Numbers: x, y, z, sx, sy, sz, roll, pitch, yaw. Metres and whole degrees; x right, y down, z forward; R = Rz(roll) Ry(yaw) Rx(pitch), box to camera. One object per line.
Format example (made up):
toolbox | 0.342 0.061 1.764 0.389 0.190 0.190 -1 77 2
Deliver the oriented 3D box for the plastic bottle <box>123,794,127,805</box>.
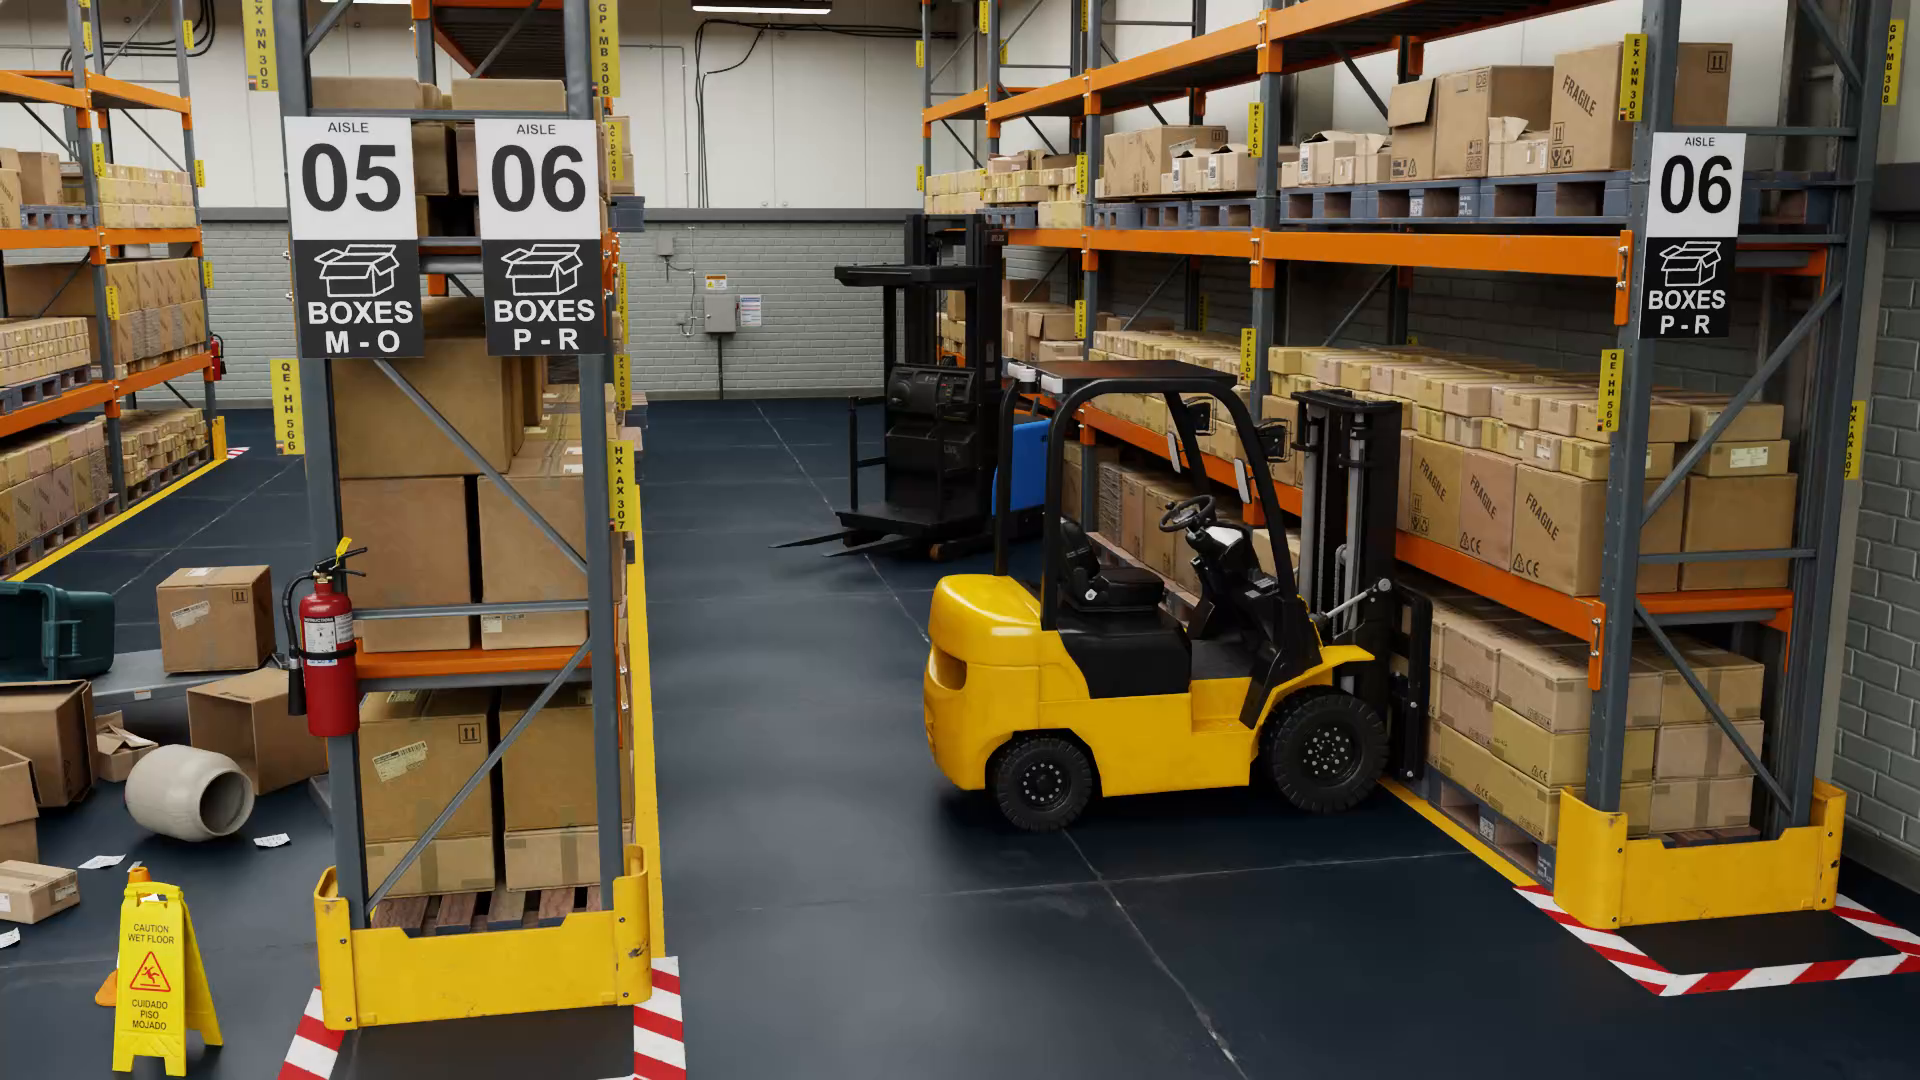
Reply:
plastic bottle | -4.106 1.269 8.422 0.133 0.061 0.283 0 11 -1

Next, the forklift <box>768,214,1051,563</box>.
forklift | -0.390 -1.349 14.496 1.130 2.935 3.031 8 14 38

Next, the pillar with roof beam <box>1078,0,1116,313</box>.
pillar with roof beam | -2.679 -5.079 17.869 9.100 9.000 0.400 -2 11 -11

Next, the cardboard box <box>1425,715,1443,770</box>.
cardboard box | 2.552 0.959 8.421 0.500 0.250 0.500 -2 11 -10

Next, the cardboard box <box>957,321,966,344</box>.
cardboard box | 0.261 -2.469 19.803 0.500 0.250 0.500 -2 11 -11

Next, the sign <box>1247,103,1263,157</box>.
sign | 1.820 -2.522 10.229 0.100 0.325 0.005 -2 11 -11

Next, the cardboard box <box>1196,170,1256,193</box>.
cardboard box | 1.839 -2.457 11.397 0.380 0.149 0.250 -2 11 -11

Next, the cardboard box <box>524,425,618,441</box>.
cardboard box | -1.764 -0.227 7.356 0.500 0.500 0.500 -2 11 -12

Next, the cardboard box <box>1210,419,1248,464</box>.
cardboard box | 1.996 -0.670 11.150 0.500 0.250 0.500 -2 11 -10

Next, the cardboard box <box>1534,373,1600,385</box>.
cardboard box | 3.126 -0.753 8.385 0.380 0.149 0.250 -2 11 -12

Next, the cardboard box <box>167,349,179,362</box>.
cardboard box | -9.177 -2.121 19.046 0.380 0.149 0.250 -3 11 -14

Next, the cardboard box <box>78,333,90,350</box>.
cardboard box | -8.638 -1.912 16.025 0.380 0.149 0.250 -2 11 -9

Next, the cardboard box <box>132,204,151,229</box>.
cardboard box | -8.929 -3.431 17.631 0.500 0.250 0.500 -2 11 -9

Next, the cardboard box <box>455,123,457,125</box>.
cardboard box | -1.673 -1.606 6.184 0.380 0.149 0.250 -2 11 -11

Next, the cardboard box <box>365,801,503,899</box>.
cardboard box | -2.165 1.255 6.863 0.500 0.250 0.500 -2 11 -11

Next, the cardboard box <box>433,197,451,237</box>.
cardboard box | -2.182 -1.246 6.424 0.380 0.149 0.250 -2 11 -9

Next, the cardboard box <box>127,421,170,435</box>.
cardboard box | -9.131 -1.252 18.715 0.380 0.149 0.250 -3 11 -13

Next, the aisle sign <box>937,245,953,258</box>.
aisle sign | -0.284 -4.141 22.030 0.394 0.787 0.004 -2 11 -11

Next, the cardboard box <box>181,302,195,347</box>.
cardboard box | -9.252 -2.510 19.350 0.500 0.500 0.500 -2 11 -12

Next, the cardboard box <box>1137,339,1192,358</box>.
cardboard box | 1.616 -1.506 13.136 0.380 0.149 0.250 -2 11 -10

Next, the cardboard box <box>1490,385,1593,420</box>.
cardboard box | 2.721 -0.639 7.786 0.380 0.149 0.250 -2 11 -11

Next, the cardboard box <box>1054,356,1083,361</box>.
cardboard box | 1.069 -1.584 15.099 0.380 0.149 0.250 -2 11 -10

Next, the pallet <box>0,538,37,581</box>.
pallet | -8.282 0.212 13.574 1.003 0.211 1.213 -2 11 -11

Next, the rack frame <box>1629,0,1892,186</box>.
rack frame | 3.129 -2.874 6.285 1.000 3.000 0.127 -2 11 -11

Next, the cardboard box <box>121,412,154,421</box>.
cardboard box | -9.747 -1.426 19.628 0.380 0.149 0.250 -2 11 -10

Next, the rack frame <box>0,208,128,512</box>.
rack frame | -8.909 -1.749 16.414 1.000 3.000 0.127 -2 11 -11

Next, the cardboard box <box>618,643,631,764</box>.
cardboard box | -1.736 0.772 7.398 0.500 0.500 0.500 -3 11 -13

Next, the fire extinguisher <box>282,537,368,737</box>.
fire extinguisher | -2.169 0.330 5.703 0.296 0.674 0.183 -2 11 -11

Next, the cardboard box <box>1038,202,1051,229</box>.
cardboard box | 1.039 -3.064 15.703 0.500 0.250 0.500 -2 11 -11

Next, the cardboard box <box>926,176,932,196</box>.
cardboard box | -0.143 -4.563 21.447 0.500 0.250 0.500 -2 11 -12

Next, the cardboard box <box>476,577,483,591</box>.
cardboard box | -2.201 0.128 7.227 0.380 0.149 0.250 -2 11 -10

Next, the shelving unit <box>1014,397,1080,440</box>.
shelving unit | 0.610 -0.813 16.020 0.538 1.125 1.048 12 4 -23

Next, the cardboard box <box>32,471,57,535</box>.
cardboard box | -8.224 -0.318 14.462 0.500 0.500 0.500 -2 11 -12

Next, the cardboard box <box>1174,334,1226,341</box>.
cardboard box | 1.986 -1.616 13.718 0.380 0.149 0.250 -2 11 -11

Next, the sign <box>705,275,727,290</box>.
sign | -3.976 -4.205 27.113 0.339 0.242 0.001 -2 11 -11

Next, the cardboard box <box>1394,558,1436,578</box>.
cardboard box | 2.335 0.277 9.327 0.500 0.250 0.500 -2 11 -9

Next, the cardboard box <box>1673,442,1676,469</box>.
cardboard box | 3.207 -0.410 7.378 0.380 0.149 0.250 -2 11 -11

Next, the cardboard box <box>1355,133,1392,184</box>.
cardboard box | 2.342 -2.041 8.896 0.396 0.266 0.258 -2 11 -12

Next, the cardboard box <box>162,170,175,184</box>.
cardboard box | -9.174 -4.133 18.917 0.380 0.149 0.250 -2 11 -10

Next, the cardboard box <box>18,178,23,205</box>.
cardboard box | -8.944 -3.216 15.215 0.500 0.311 0.500 -2 11 -12

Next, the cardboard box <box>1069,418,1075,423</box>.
cardboard box | 1.338 -1.177 17.241 0.380 0.149 0.250 -2 11 -9

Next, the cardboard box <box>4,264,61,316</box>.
cardboard box | -9.266 -2.511 16.685 0.500 0.500 0.500 -3 11 -13

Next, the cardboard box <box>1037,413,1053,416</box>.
cardboard box | 0.795 -1.255 17.649 0.380 0.149 0.250 -3 11 -14

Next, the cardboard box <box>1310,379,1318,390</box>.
cardboard box | 2.285 -0.867 9.778 0.380 0.149 0.250 -2 11 -11

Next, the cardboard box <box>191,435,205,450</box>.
cardboard box | -9.231 -1.156 19.800 0.380 0.149 0.250 -2 11 -9

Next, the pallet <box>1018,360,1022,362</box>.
pallet | 1.190 -1.657 16.446 1.003 0.211 1.213 -2 11 -11

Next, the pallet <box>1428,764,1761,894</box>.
pallet | 2.939 1.304 7.836 1.003 0.211 1.213 -2 11 -11

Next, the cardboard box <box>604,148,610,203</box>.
cardboard box | -1.869 -1.675 7.613 0.500 0.250 0.500 -2 11 -10

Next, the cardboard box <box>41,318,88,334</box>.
cardboard box | -8.640 -2.057 15.993 0.380 0.149 0.250 -2 11 -8

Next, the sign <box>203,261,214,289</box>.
sign | -9.139 -3.223 20.218 0.100 0.325 0.005 -2 11 -11

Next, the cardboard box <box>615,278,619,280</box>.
cardboard box | -3.740 -2.415 16.972 0.500 0.500 0.500 -2 11 -9

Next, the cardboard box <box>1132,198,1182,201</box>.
cardboard box | 1.736 -3.066 14.649 0.380 0.149 0.250 -2 11 -10

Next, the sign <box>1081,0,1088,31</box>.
sign | 1.338 -5.633 17.858 0.100 0.325 0.005 -2 11 -11

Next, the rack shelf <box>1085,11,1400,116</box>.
rack shelf | 1.962 -3.425 12.172 1.077 0.370 4.000 -2 11 -11
